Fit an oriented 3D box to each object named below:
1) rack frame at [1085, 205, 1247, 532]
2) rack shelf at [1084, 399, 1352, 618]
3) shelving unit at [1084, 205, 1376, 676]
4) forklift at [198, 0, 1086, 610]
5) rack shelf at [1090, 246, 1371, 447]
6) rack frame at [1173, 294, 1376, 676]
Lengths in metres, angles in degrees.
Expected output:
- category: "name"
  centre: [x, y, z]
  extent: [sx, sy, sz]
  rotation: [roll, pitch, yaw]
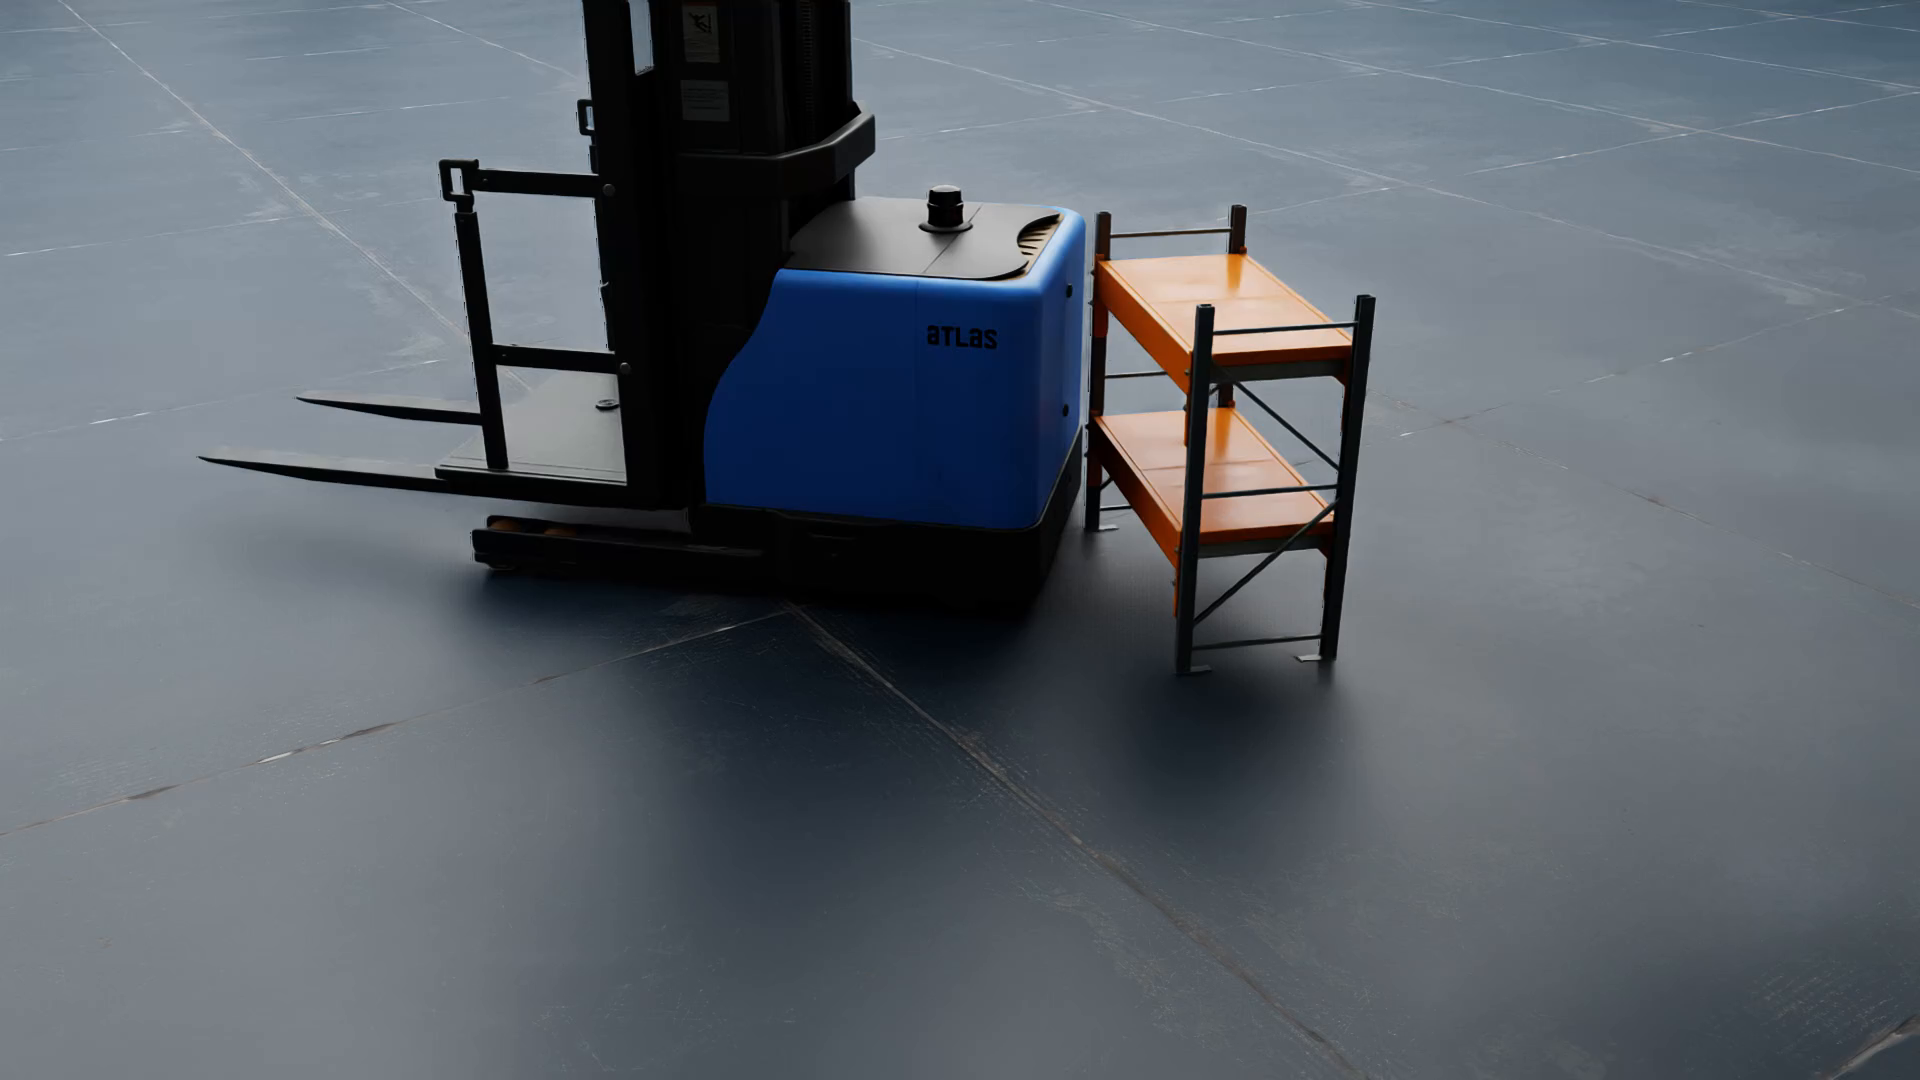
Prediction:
- category: "rack frame"
  centre: [0.686, -0.562, 5.623]
  extent: [0.500, 1.125, 0.032]
  rotation: [-5, 26, -10]
- category: "rack shelf"
  centre: [0.783, -0.128, 5.276]
  extent: [0.538, 0.278, 1.000]
  rotation: [-5, 26, -10]
- category: "shelving unit"
  centre: [0.783, -0.349, 5.171]
  extent: [0.538, 1.125, 1.048]
  rotation: [-5, 26, -10]
- category: "forklift"
  centre: [-1.136, -1.417, 5.319]
  extent: [3.031, 2.935, 1.130]
  rotation: [5, 26, 11]
- category: "rack shelf"
  centre: [0.783, -0.614, 5.047]
  extent: [0.538, 0.278, 1.000]
  rotation: [-5, 26, -10]
- category: "rack frame"
  centre: [0.880, -0.136, 4.720]
  extent: [0.500, 1.125, 0.032]
  rotation: [-5, 26, -10]
